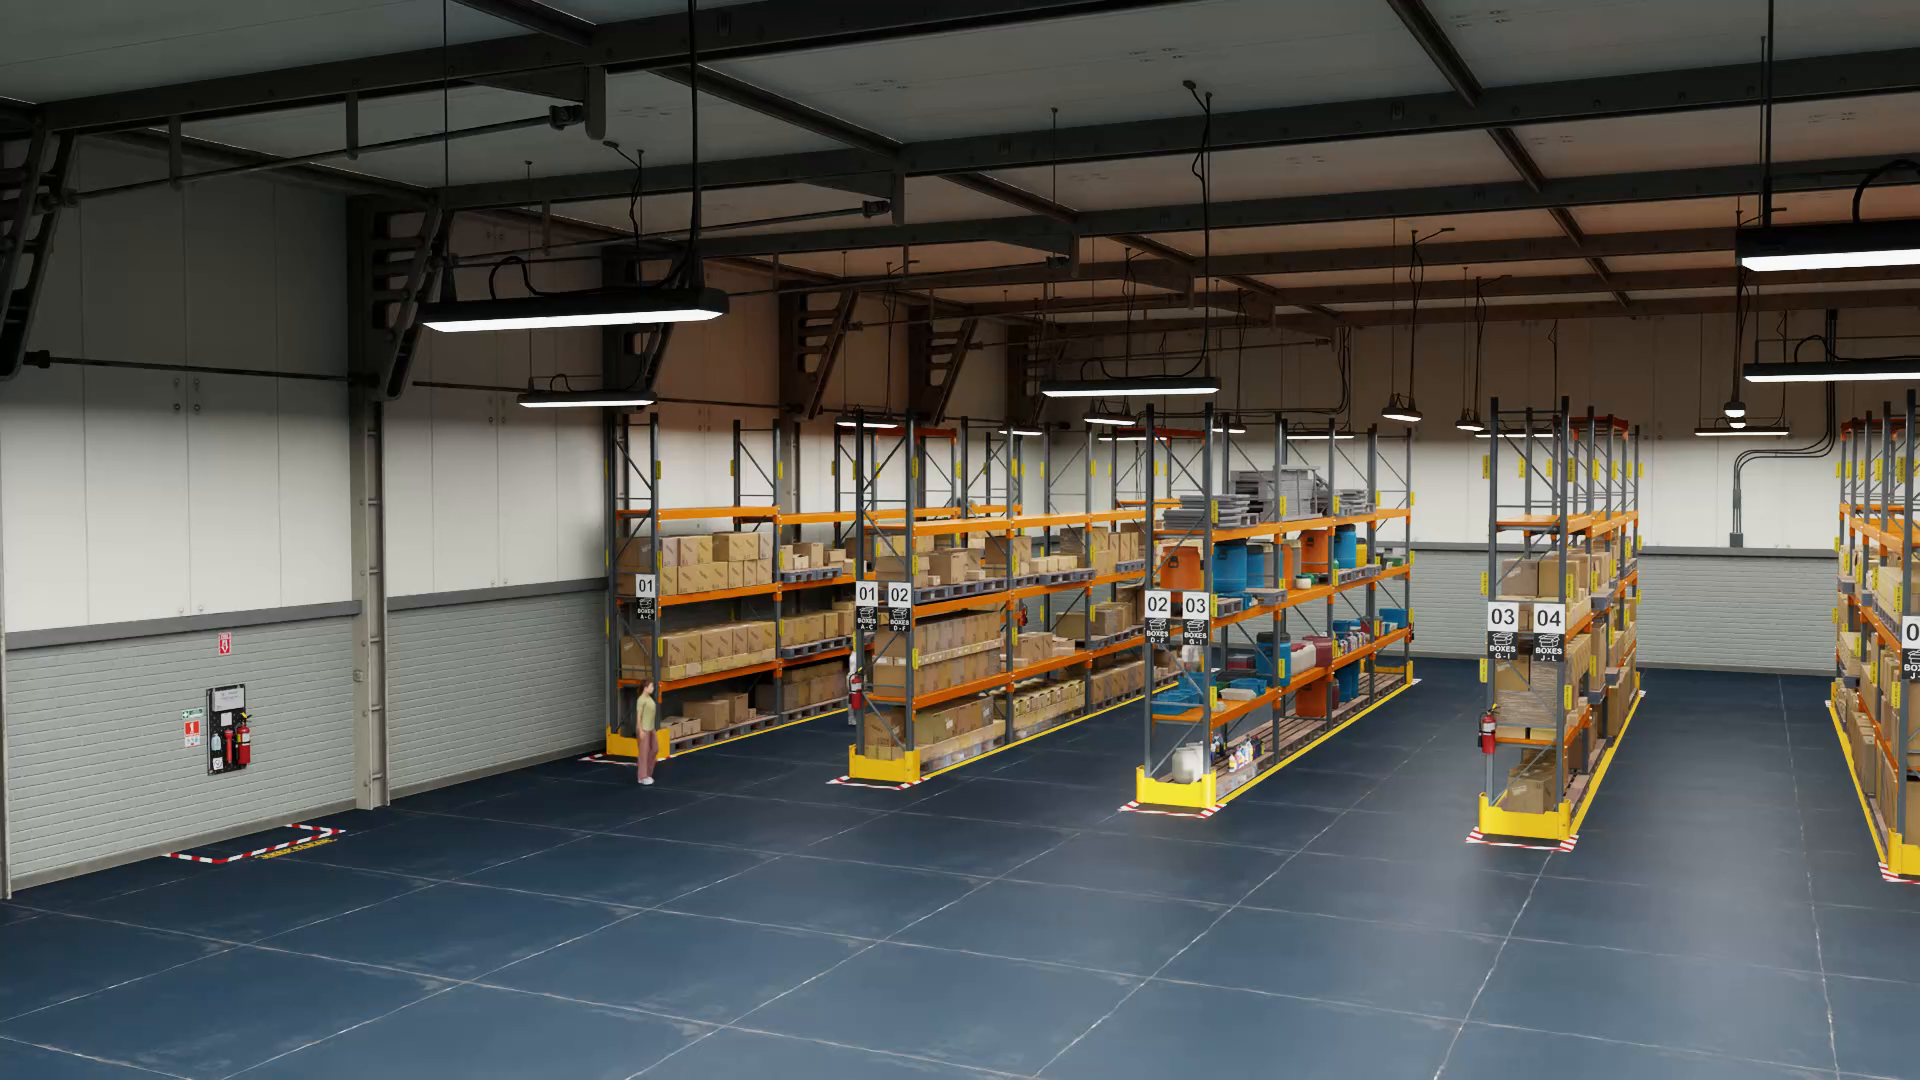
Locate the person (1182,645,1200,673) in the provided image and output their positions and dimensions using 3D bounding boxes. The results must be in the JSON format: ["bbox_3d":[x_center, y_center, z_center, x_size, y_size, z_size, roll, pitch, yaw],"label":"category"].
[{"bbox_3d":[4.953,2.610,35.652,0.407,1.779,0.573,0,2,0],"label":"person"}]

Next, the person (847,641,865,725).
[{"bbox_3d":[-2.009,2.806,32.670,0.421,1.717,0.534,1,2,12],"label":"person"}]

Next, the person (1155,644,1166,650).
[{"bbox_3d":[5.375,2.297,44.338,0.475,1.654,0.662,-1,3,-28],"label":"person"}]

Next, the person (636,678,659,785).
[{"bbox_3d":[-5.022,3.106,26.588,0.341,1.680,0.535,0,2,10],"label":"person"}]
